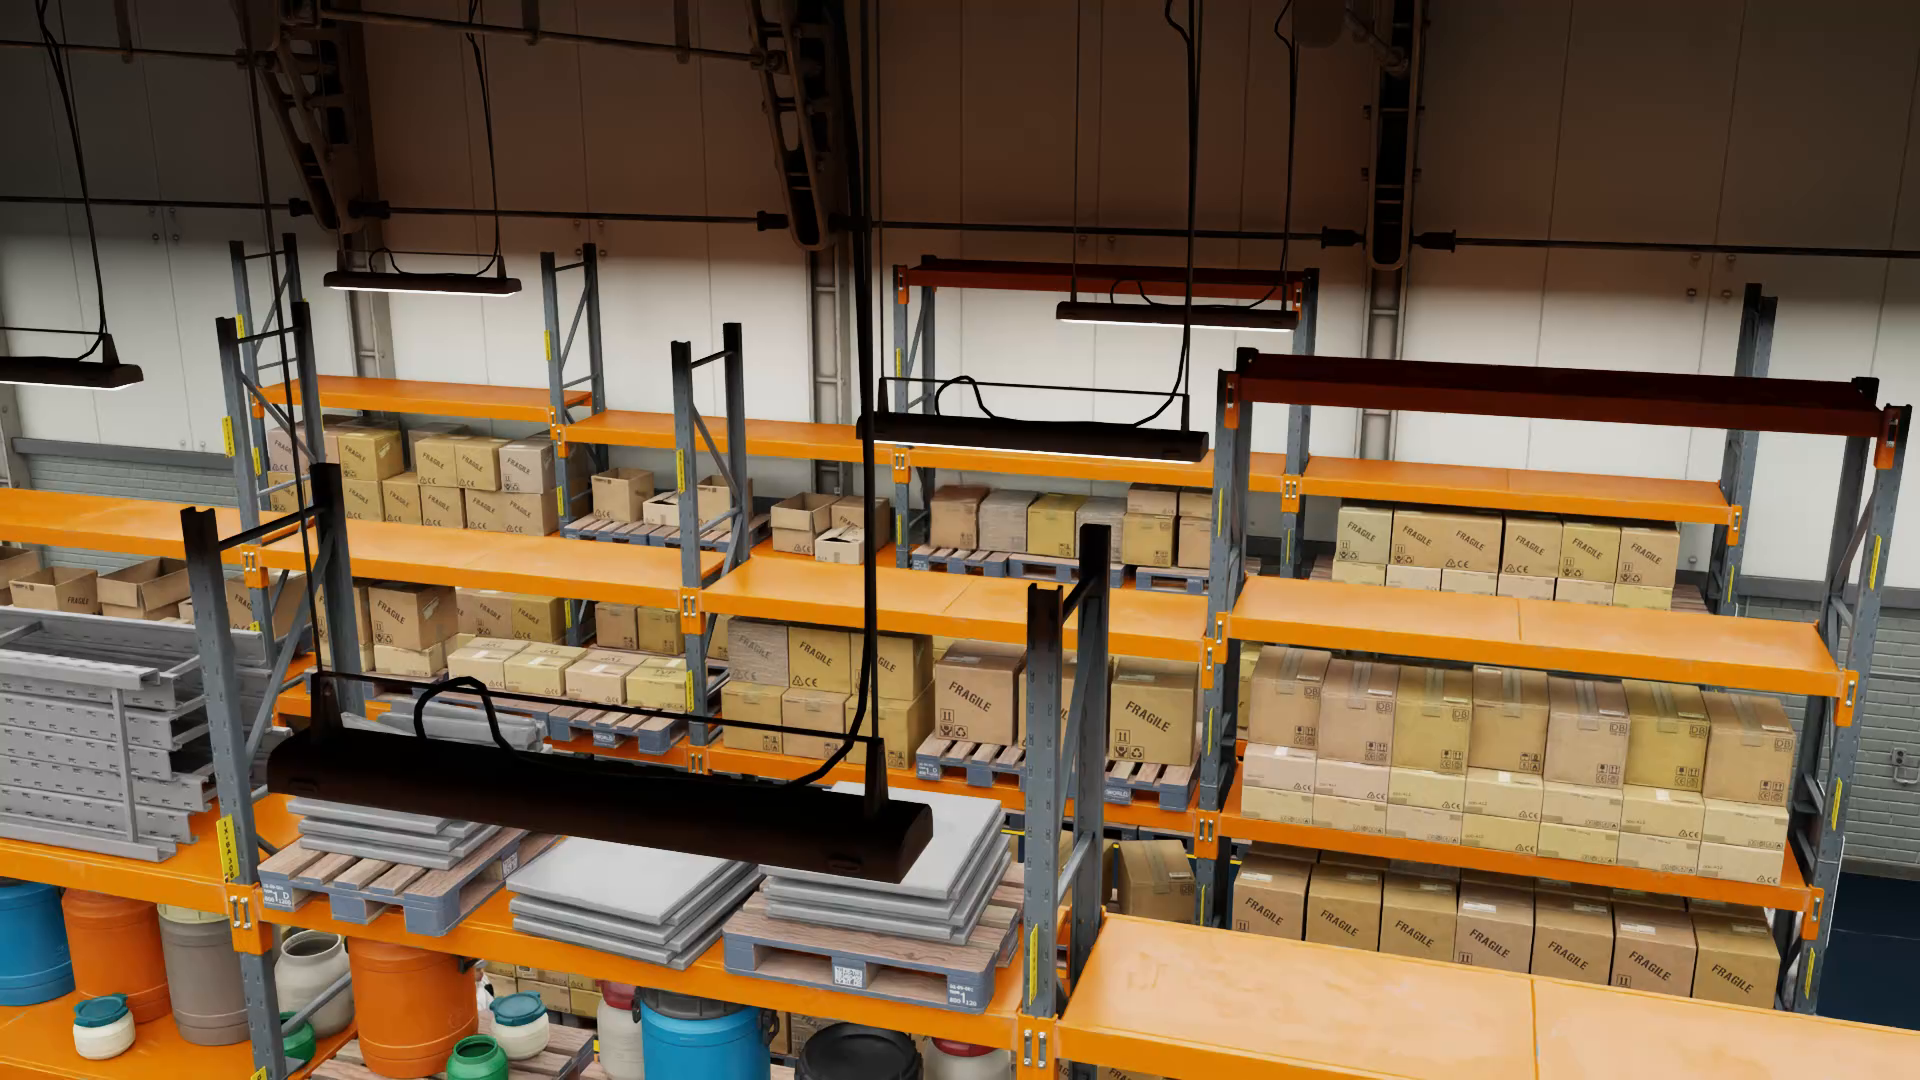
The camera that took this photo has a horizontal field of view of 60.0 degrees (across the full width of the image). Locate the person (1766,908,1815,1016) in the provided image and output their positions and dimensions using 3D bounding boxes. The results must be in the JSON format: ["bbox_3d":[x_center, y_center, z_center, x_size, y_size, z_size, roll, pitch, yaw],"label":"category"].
[{"bbox_3d":[6.653,3.437,13.629,1.064,1.721,0.613,6,17,19],"label":"person"}]

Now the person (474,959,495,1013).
[{"bbox_3d":[-3.705,3.816,12.509,0.479,1.675,0.520,7,17,22],"label":"person"}]
